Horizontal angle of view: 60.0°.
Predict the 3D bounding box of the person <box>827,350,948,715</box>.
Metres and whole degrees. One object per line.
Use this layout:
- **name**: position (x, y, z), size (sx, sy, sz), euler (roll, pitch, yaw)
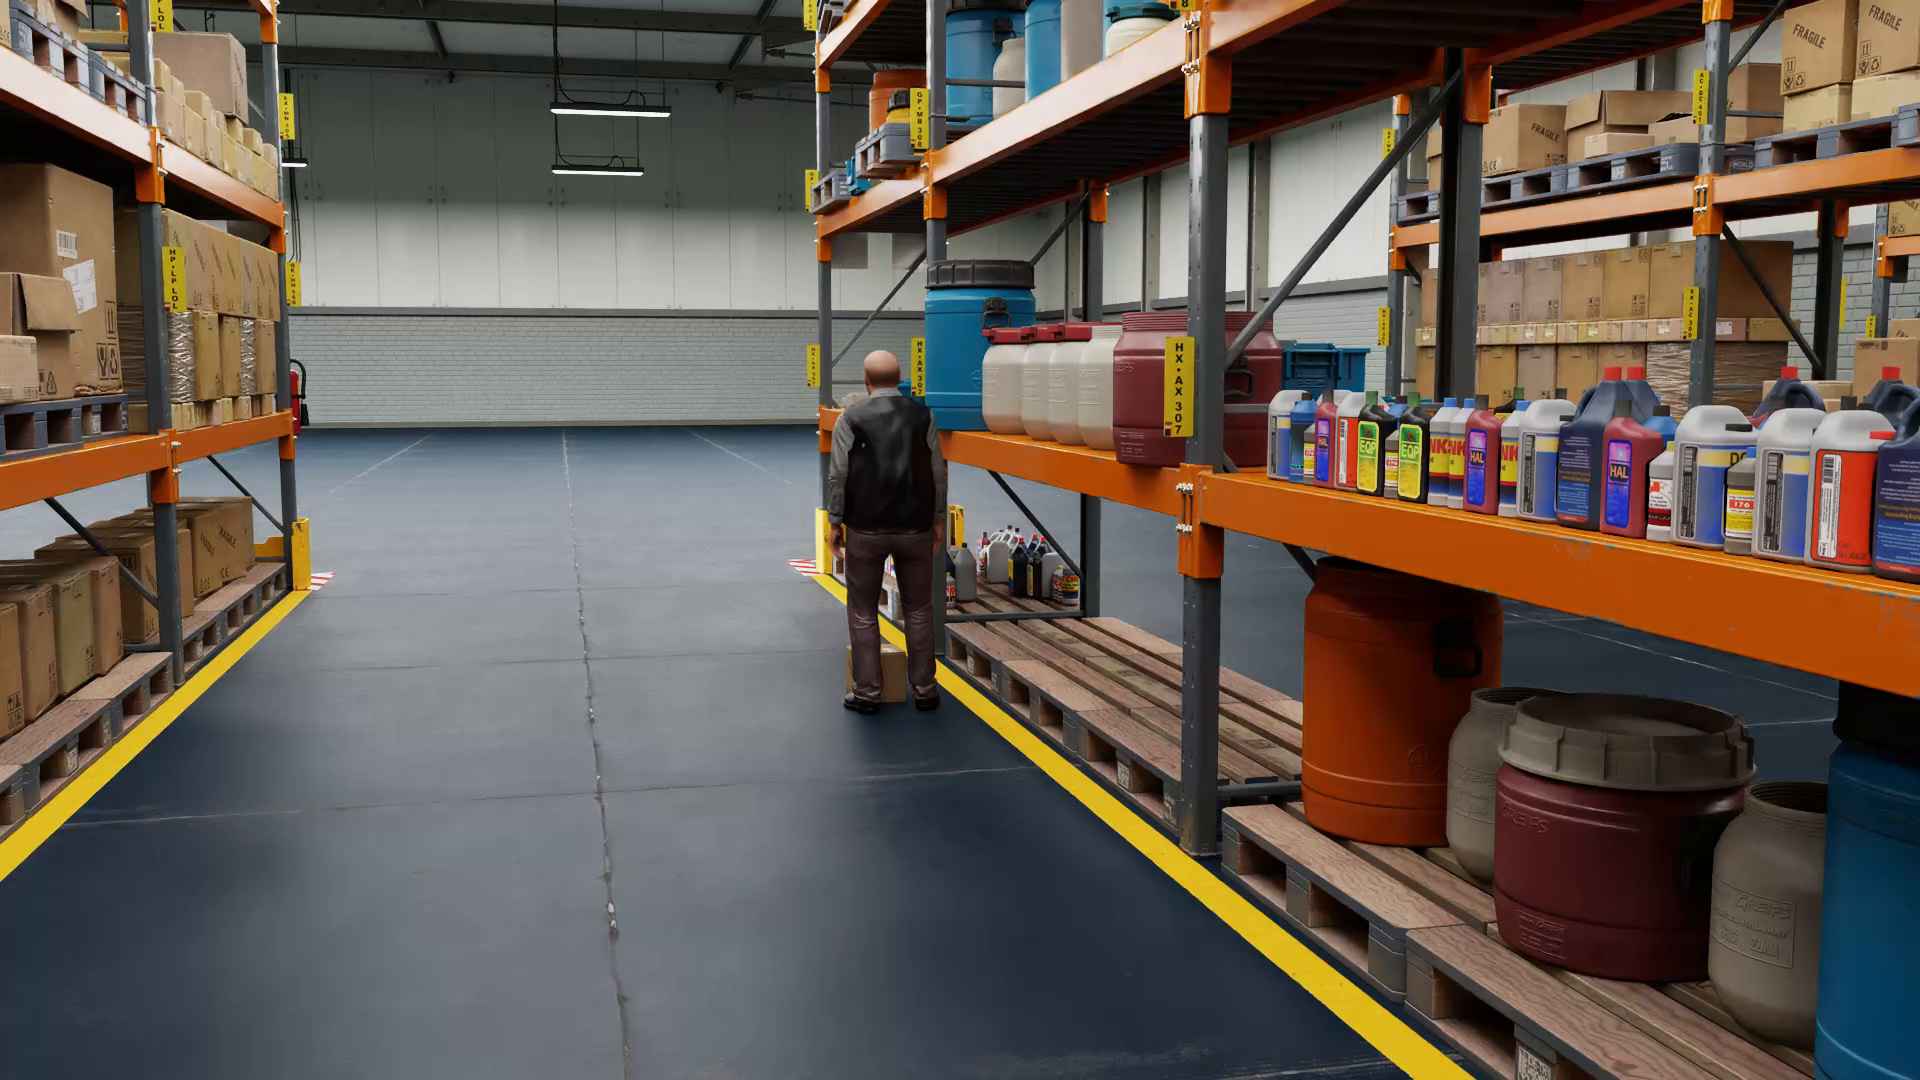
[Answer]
- **person**: position (-0.340, -0.039, 7.921), size (0.580, 1.721, 0.416), euler (-1, 6, -14)
